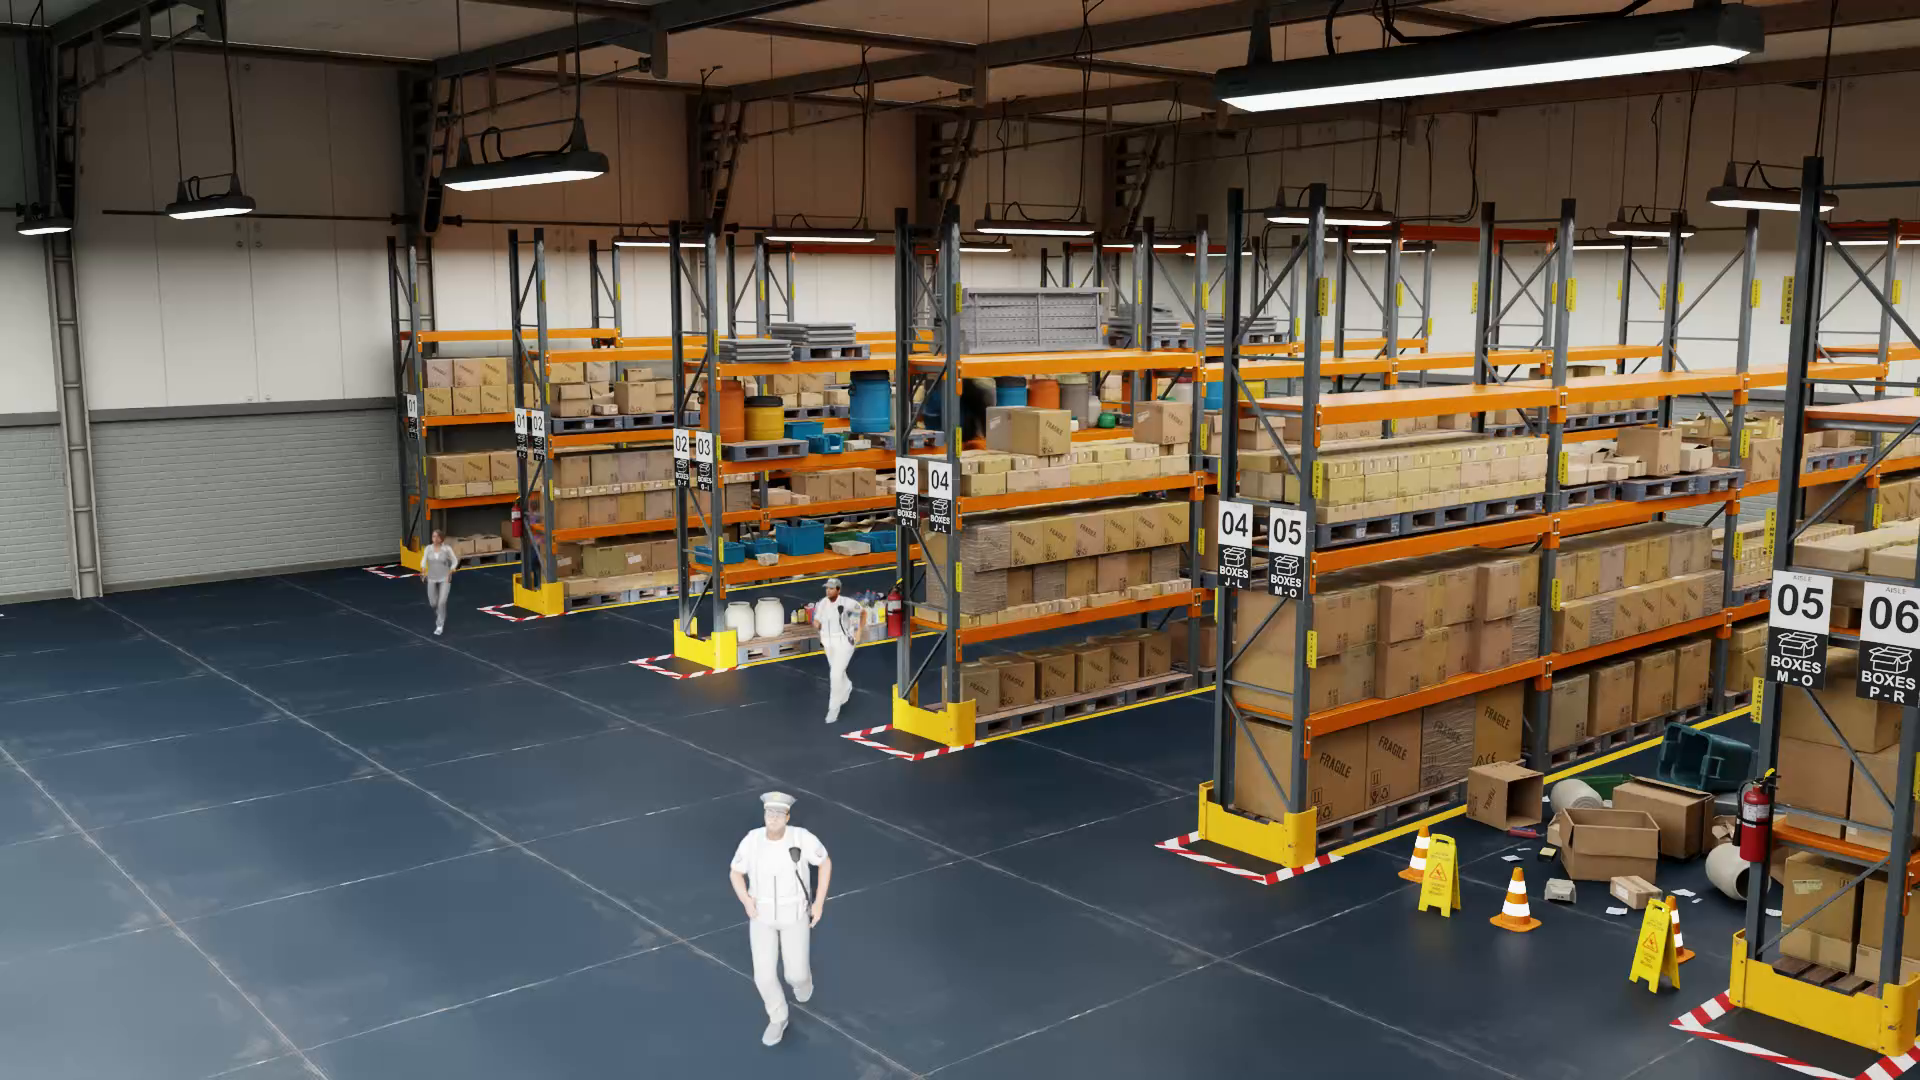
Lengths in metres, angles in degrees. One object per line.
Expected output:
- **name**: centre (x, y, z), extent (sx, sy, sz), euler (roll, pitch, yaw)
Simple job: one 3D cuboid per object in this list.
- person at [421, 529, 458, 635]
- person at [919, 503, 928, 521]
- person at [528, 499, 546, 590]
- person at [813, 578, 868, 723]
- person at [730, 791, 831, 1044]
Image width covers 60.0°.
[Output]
- **person**: centre (-7.764, 0.608, 24.827), extent (0.541, 1.556, 0.594), euler (-1, 9, -8)
- **person**: centre (-0.732, -1.038, 34.879), extent (0.649, 1.786, 0.863), euler (8, 12, 42)
- **person**: centre (-7.138, 0.082, 28.194), extent (0.565, 1.590, 0.657), euler (8, 12, 41)
- **person**: centre (-1.438, 1.283, 20.060), extent (0.612, 1.709, 0.896), euler (5, 10, 28)
- **person**: centre (-1.244, 2.569, 11.489), extent (0.697, 1.752, 0.627), euler (0, 9, 0)
